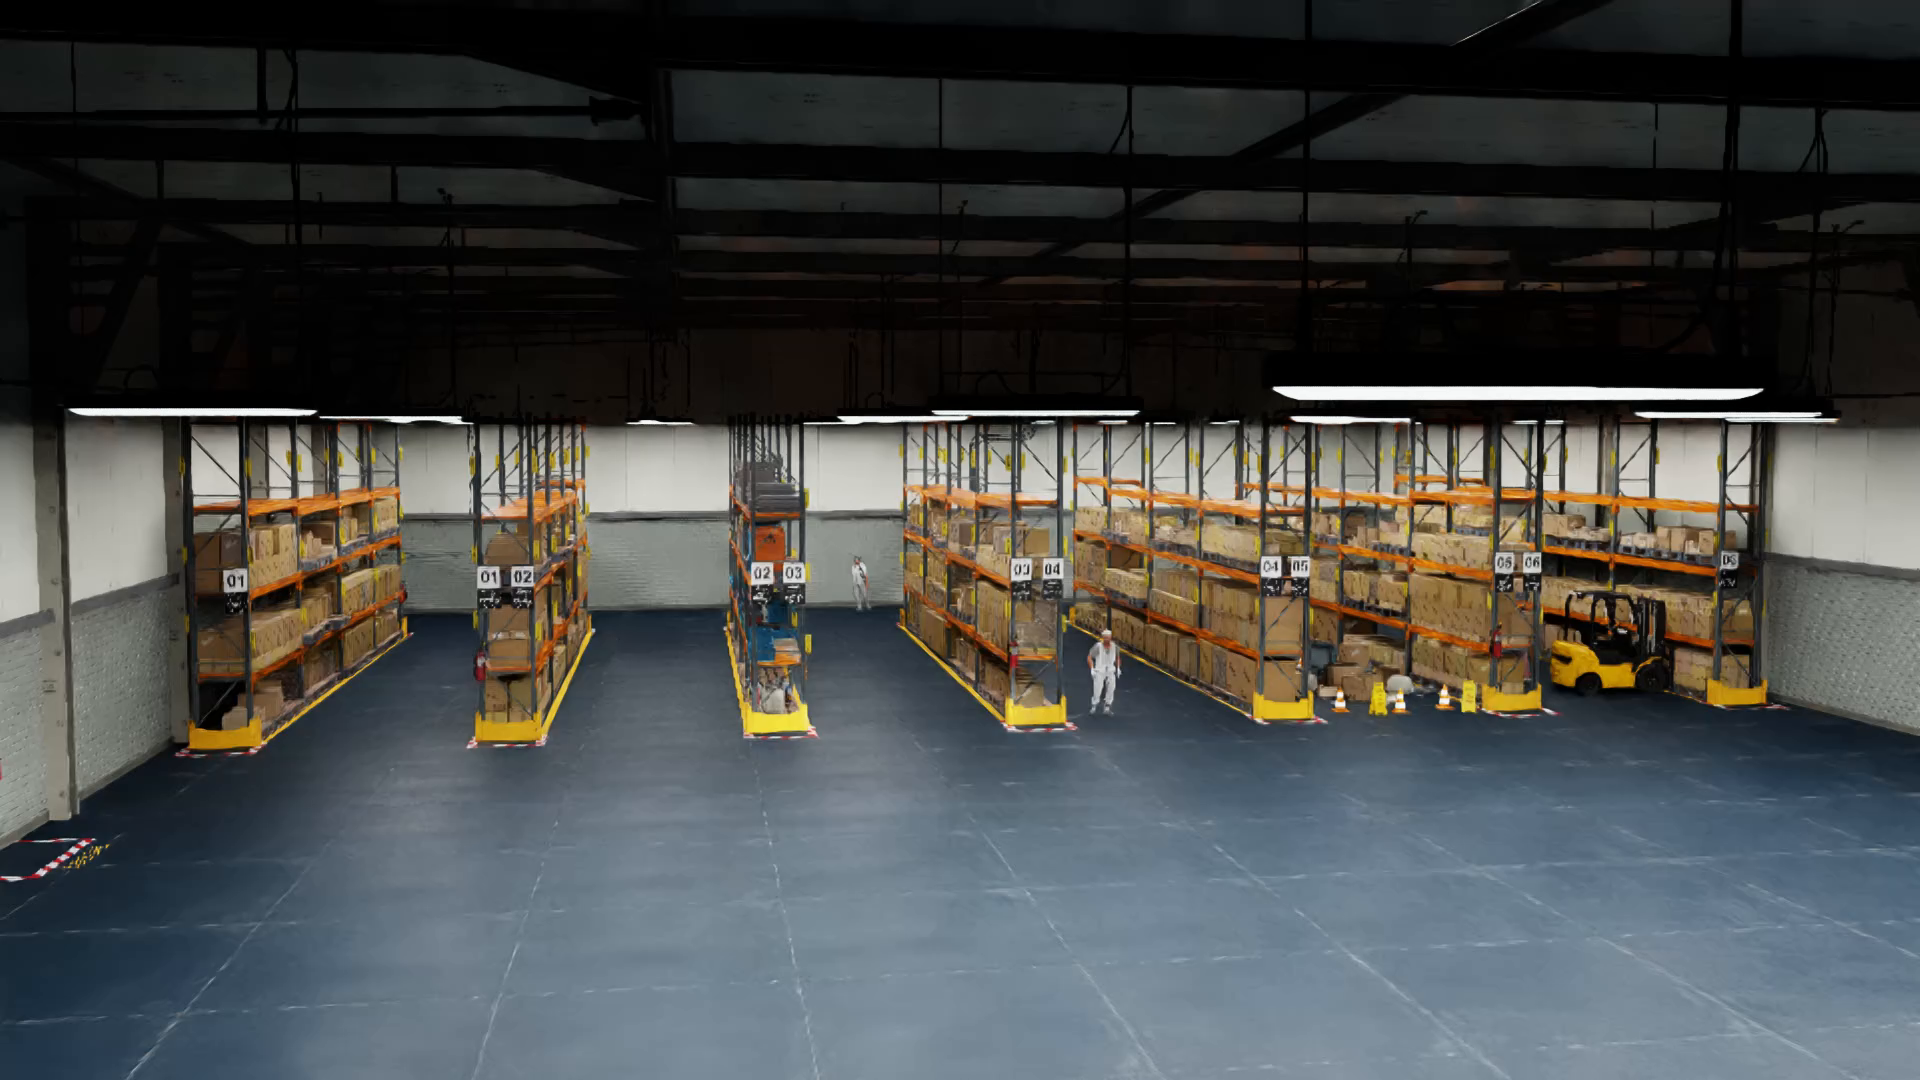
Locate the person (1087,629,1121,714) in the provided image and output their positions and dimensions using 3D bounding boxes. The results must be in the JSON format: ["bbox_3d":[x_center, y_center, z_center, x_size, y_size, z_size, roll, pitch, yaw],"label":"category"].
[{"bbox_3d":[2.872,2.617,33.007,0.677,1.742,0.552,-1,4,-11],"label":"person"}]

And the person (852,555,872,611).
[{"bbox_3d":[-3.069,1.331,51.844,0.599,1.744,0.577,2,4,27],"label":"person"}]

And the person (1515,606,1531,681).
[{"bbox_3d":[12.614,2.334,37.519,0.569,1.642,0.560,2,4,22],"label":"person"}]

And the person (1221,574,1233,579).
[{"bbox_3d":[8.169,1.468,50.489,0.520,1.667,0.549,-2,4,-30],"label":"person"}]
